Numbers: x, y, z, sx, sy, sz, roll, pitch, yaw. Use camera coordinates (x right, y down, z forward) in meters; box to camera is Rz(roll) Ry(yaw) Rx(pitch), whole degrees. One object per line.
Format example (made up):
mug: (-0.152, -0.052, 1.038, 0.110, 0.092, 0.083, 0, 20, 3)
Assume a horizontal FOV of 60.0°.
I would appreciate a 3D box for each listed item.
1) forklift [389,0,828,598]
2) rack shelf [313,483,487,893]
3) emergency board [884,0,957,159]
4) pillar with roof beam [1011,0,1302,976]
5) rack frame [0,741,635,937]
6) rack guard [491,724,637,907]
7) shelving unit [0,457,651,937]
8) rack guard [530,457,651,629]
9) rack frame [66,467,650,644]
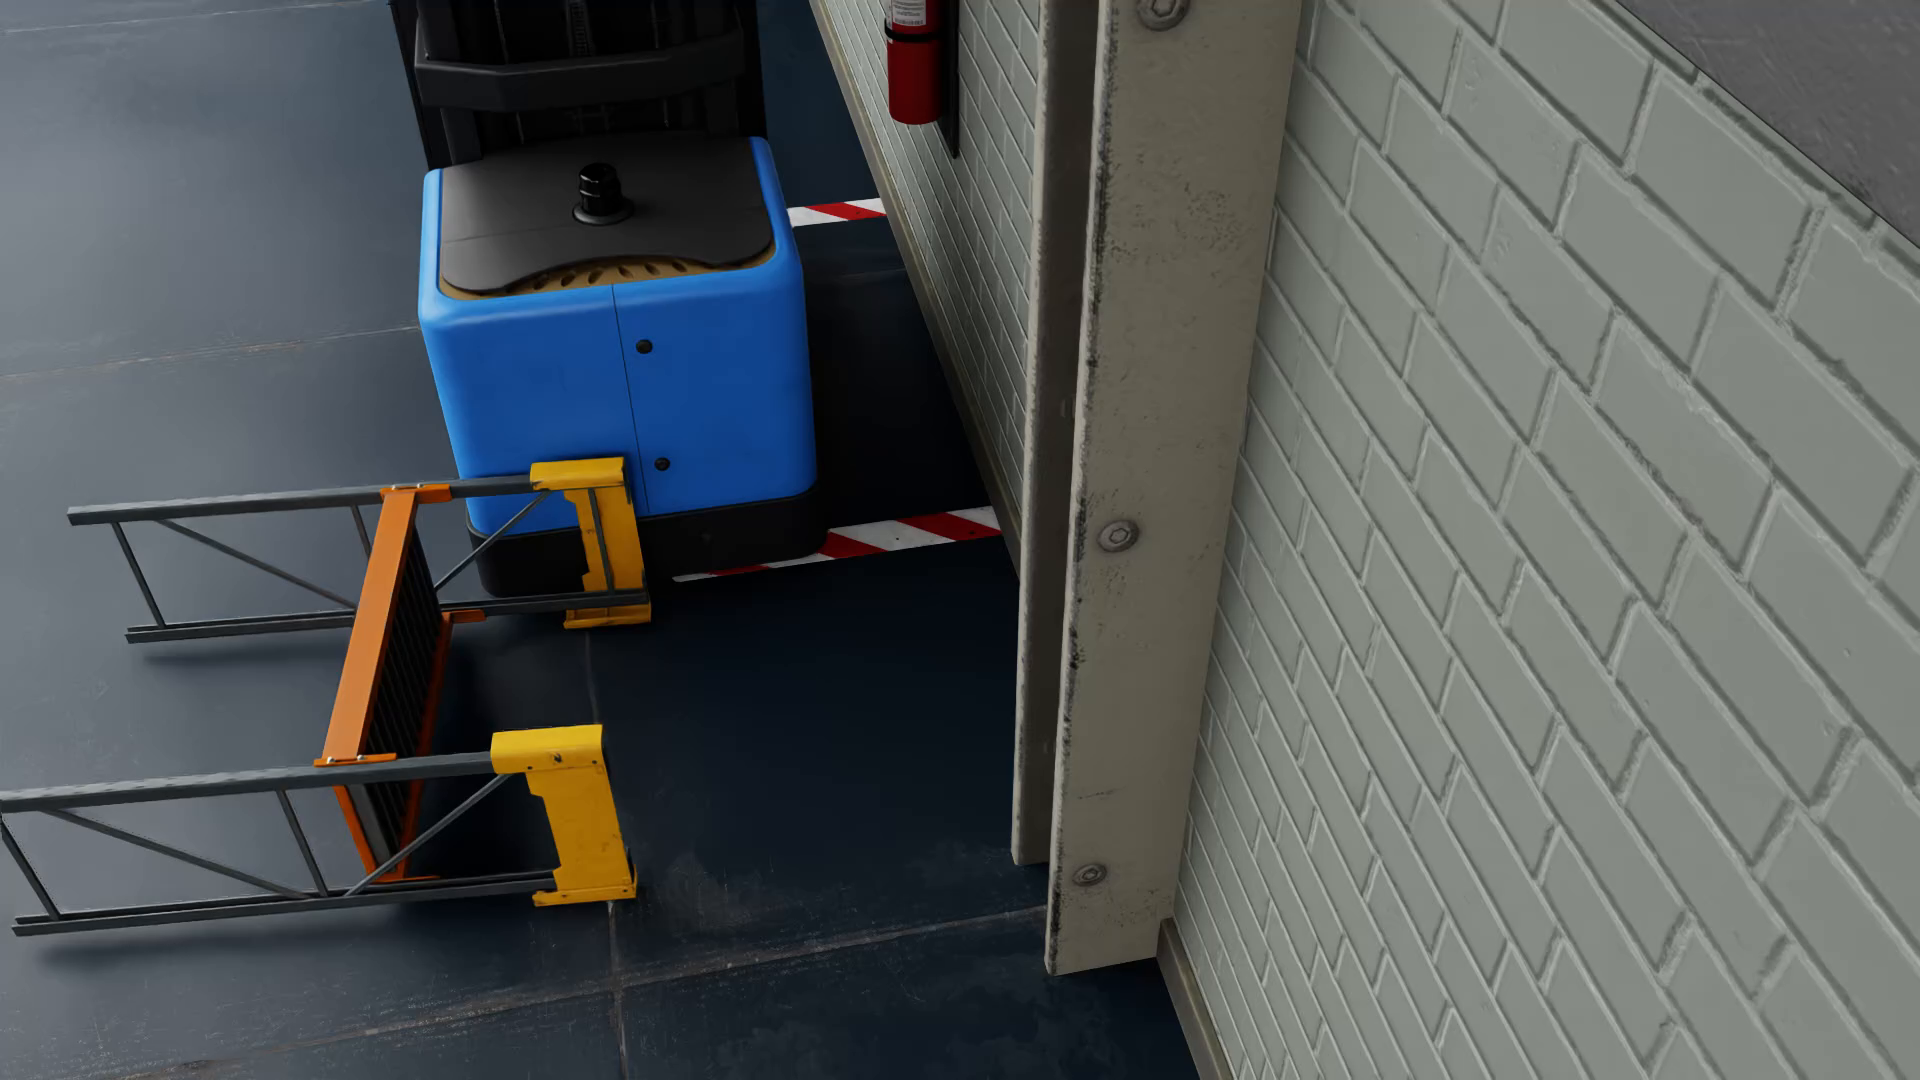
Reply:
forklift: (-1.226, -1.908, 5.191, 1.130, 2.935, 3.031, -8, 42, -9)
rack shelf: (-1.442, 0.372, 4.367, 0.185, 0.538, 1.000, -4, 42, -4)
emergency board: (-0.171, -1.816, 5.037, 0.194, 1.169, 0.643, -8, 42, -9)
pillar with roof beam: (-3.878, -1.836, 0.539, 9.100, 9.000, 0.400, -8, 42, -9)
rack frame: (-1.569, 0.722, 3.977, 1.500, 0.500, 0.032, -4, 42, -4)
rack guard: (-0.948, 0.674, 4.022, 0.250, 0.587, 0.087, -4, 42, -4)
shelving unit: (-1.620, 0.392, 4.348, 1.500, 0.587, 1.083, -4, 42, -4)
rack guard: (-1.050, 0.016, 4.763, 0.250, 0.587, 0.087, -4, 42, -4)
rack frame: (-1.673, 0.050, 4.733, 1.500, 0.500, 0.032, -4, 42, -4)
